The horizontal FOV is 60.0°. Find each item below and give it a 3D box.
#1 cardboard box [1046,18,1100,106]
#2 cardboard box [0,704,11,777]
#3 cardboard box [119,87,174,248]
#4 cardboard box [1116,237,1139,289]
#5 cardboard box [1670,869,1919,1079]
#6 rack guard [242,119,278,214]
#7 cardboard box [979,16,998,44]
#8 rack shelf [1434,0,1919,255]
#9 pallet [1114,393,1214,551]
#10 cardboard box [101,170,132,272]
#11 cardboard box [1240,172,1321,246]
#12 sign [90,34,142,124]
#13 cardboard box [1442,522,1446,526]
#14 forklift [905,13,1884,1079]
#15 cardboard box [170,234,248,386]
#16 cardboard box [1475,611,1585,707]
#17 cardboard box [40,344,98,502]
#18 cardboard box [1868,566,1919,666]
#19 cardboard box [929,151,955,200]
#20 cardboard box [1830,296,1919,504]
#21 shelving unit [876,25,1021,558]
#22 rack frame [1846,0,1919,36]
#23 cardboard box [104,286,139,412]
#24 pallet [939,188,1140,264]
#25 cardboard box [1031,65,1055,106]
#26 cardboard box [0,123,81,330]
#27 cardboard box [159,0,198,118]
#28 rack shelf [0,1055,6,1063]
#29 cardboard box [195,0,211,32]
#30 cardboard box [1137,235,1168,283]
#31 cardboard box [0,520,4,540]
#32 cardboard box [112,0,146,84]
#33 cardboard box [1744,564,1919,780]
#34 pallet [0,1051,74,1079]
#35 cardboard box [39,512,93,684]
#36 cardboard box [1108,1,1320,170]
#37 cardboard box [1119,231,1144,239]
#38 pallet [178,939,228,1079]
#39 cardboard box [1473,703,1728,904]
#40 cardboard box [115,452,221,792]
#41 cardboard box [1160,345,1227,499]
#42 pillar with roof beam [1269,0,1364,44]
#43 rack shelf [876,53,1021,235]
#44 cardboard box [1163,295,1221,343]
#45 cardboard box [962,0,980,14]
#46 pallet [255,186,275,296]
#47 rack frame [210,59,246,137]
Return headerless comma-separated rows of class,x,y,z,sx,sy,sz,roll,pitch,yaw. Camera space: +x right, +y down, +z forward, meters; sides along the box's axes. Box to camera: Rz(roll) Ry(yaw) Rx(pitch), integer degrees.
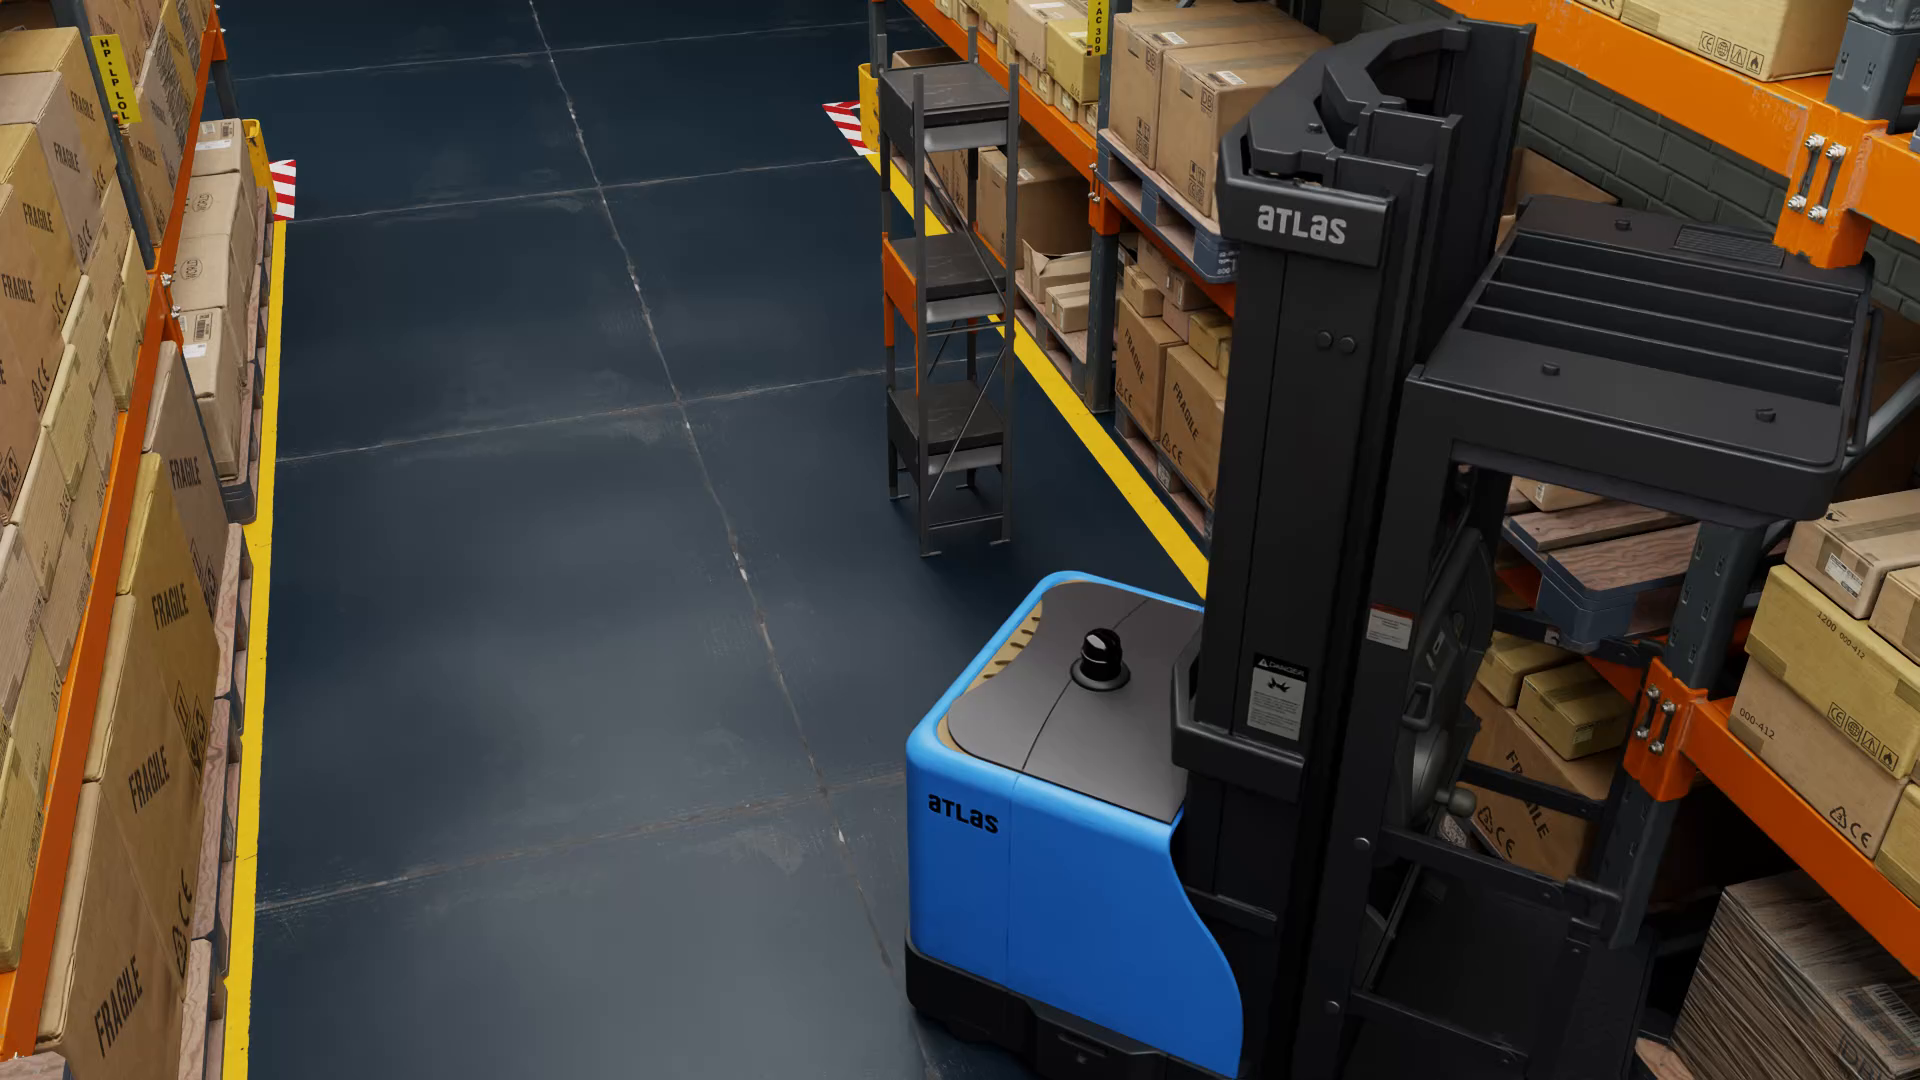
cardboard box,0.723,-2.268,7.827,0.500,0.250,0.500,-9,35,-14
cardboard box,-2.315,0.503,3.450,0.500,0.250,0.500,-10,35,-15
cardboard box,-3.509,-1.475,6.671,0.500,0.500,0.500,-9,34,-13
cardboard box,1.134,-1.420,8.736,0.500,0.311,0.500,-9,34,-13
cardboard box,2.508,1.265,4.387,0.875,0.625,0.625,-9,34,-13
rack guard,-4.843,-2.213,10.146,1.175,0.500,0.348,-10,35,-15
cardboard box,0.319,-2.813,9.014,0.380,0.149,0.250,-10,35,-15
rack shelf,1.721,-1.881,5.308,1.077,0.370,4.000,-10,35,-15
pallet,1.395,-0.396,7.658,1.003,0.211,1.213,-10,35,-15
cardboard box,-3.249,-1.099,5.874,0.500,0.250,0.500,-10,35,-15
cardboard box,1.442,-1.221,5.906,0.700,0.500,0.500,-10,35,-15
sign,-3.102,-1.690,6.108,0.100,0.325,0.005,-10,35,-15
cardboard box,1.674,-0.060,5.919,0.380,0.149,0.250,-11,35,-15
forklift,1.383,0.360,4.046,3.031,2.935,1.130,16,37,23
cardboard box,-3.978,-1.067,8.087,0.875,0.438,0.875,-11,35,-16
cardboard box,1.826,0.362,5.279,0.380,0.149,0.250,-12,35,-17
cardboard box,-2.754,-0.301,4.667,0.500,0.250,0.500,-9,35,-14
cardboard box,2.230,0.165,3.601,0.380,0.149,0.250,-9,35,-14
cardboard box,0.210,-2.420,10.078,0.700,0.500,0.500,-9,34,-13
cardboard box,2.323,-0.393,4.653,0.500,0.500,0.500,-8,34,-12
shelving unit,-0.050,-0.963,6.803,0.431,2.100,0.503,-10,35,-15
rack frame,2.331,-2.383,2.693,1.000,3.000,0.127,-10,35,-15
cardboard box,-3.084,-0.620,5.604,0.500,0.250,0.500,-10,35,-15
pallet,0.526,-1.819,9.811,1.003,0.211,1.213,-10,35,-15
cardboard box,0.570,-2.266,8.186,0.380,0.149,0.250,-9,35,-13
cardboard box,-2.939,-0.870,4.848,0.500,0.500,0.500,-9,35,-13
cardboard box,-3.961,-2.273,7.878,0.500,0.500,0.500,-9,35,-13
rack shelf,-1.785,2.307,1.690,1.077,0.370,4.000,-10,35,-15
cardboard box,-4.436,-3.076,9.094,0.500,0.500,0.500,-10,35,-14
cardboard box,1.024,-1.284,7.501,0.380,0.149,0.250,-11,35,-16
cardboard box,-2.473,-0.061,3.624,0.500,0.500,0.500,-10,35,-15
cardboard box,-3.678,-2.159,6.799,0.500,0.500,0.500,-10,35,-15
cardboard box,2.210,0.252,3.830,0.500,0.250,0.500,-10,35,-15
pallet,-2.076,1.393,2.595,1.213,0.211,1.003,-10,35,-15
cardboard box,-2.633,0.177,4.397,0.500,0.250,0.500,-9,34,-13
cardboard box,1.045,-1.905,6.941,0.700,0.500,0.500,-9,35,-14
cardboard box,1.002,-1.580,9.125,0.380,0.149,0.250,-10,35,-15
pallet,-2.564,1.694,4.496,1.003,0.211,1.213,-10,35,-15
cardboard box,1.997,0.802,5.202,0.500,0.500,0.500,-9,35,-13
cardboard box,-3.067,0.353,5.541,0.875,0.875,0.875,-9,35,-13
cardboard box,1.216,-0.543,7.237,0.500,0.500,0.500,-10,35,-15
pillar with roof beam,-2.343,-4.276,5.559,9.100,9.000,0.400,-10,35,-15
rack shelf,-0.050,-1.536,6.424,0.431,0.518,0.480,-10,35,-15
cardboard box,1.125,-1.017,7.367,0.380,0.149,0.250,-11,35,-16
cardboard box,0.260,-3.063,9.031,0.500,0.250,0.500,-11,35,-16
pallet,-4.517,-1.673,9.591,1.003,0.211,1.213,-10,35,-15
rack frame,-4.836,-3.243,9.438,1.000,3.000,0.127,-10,35,-15
